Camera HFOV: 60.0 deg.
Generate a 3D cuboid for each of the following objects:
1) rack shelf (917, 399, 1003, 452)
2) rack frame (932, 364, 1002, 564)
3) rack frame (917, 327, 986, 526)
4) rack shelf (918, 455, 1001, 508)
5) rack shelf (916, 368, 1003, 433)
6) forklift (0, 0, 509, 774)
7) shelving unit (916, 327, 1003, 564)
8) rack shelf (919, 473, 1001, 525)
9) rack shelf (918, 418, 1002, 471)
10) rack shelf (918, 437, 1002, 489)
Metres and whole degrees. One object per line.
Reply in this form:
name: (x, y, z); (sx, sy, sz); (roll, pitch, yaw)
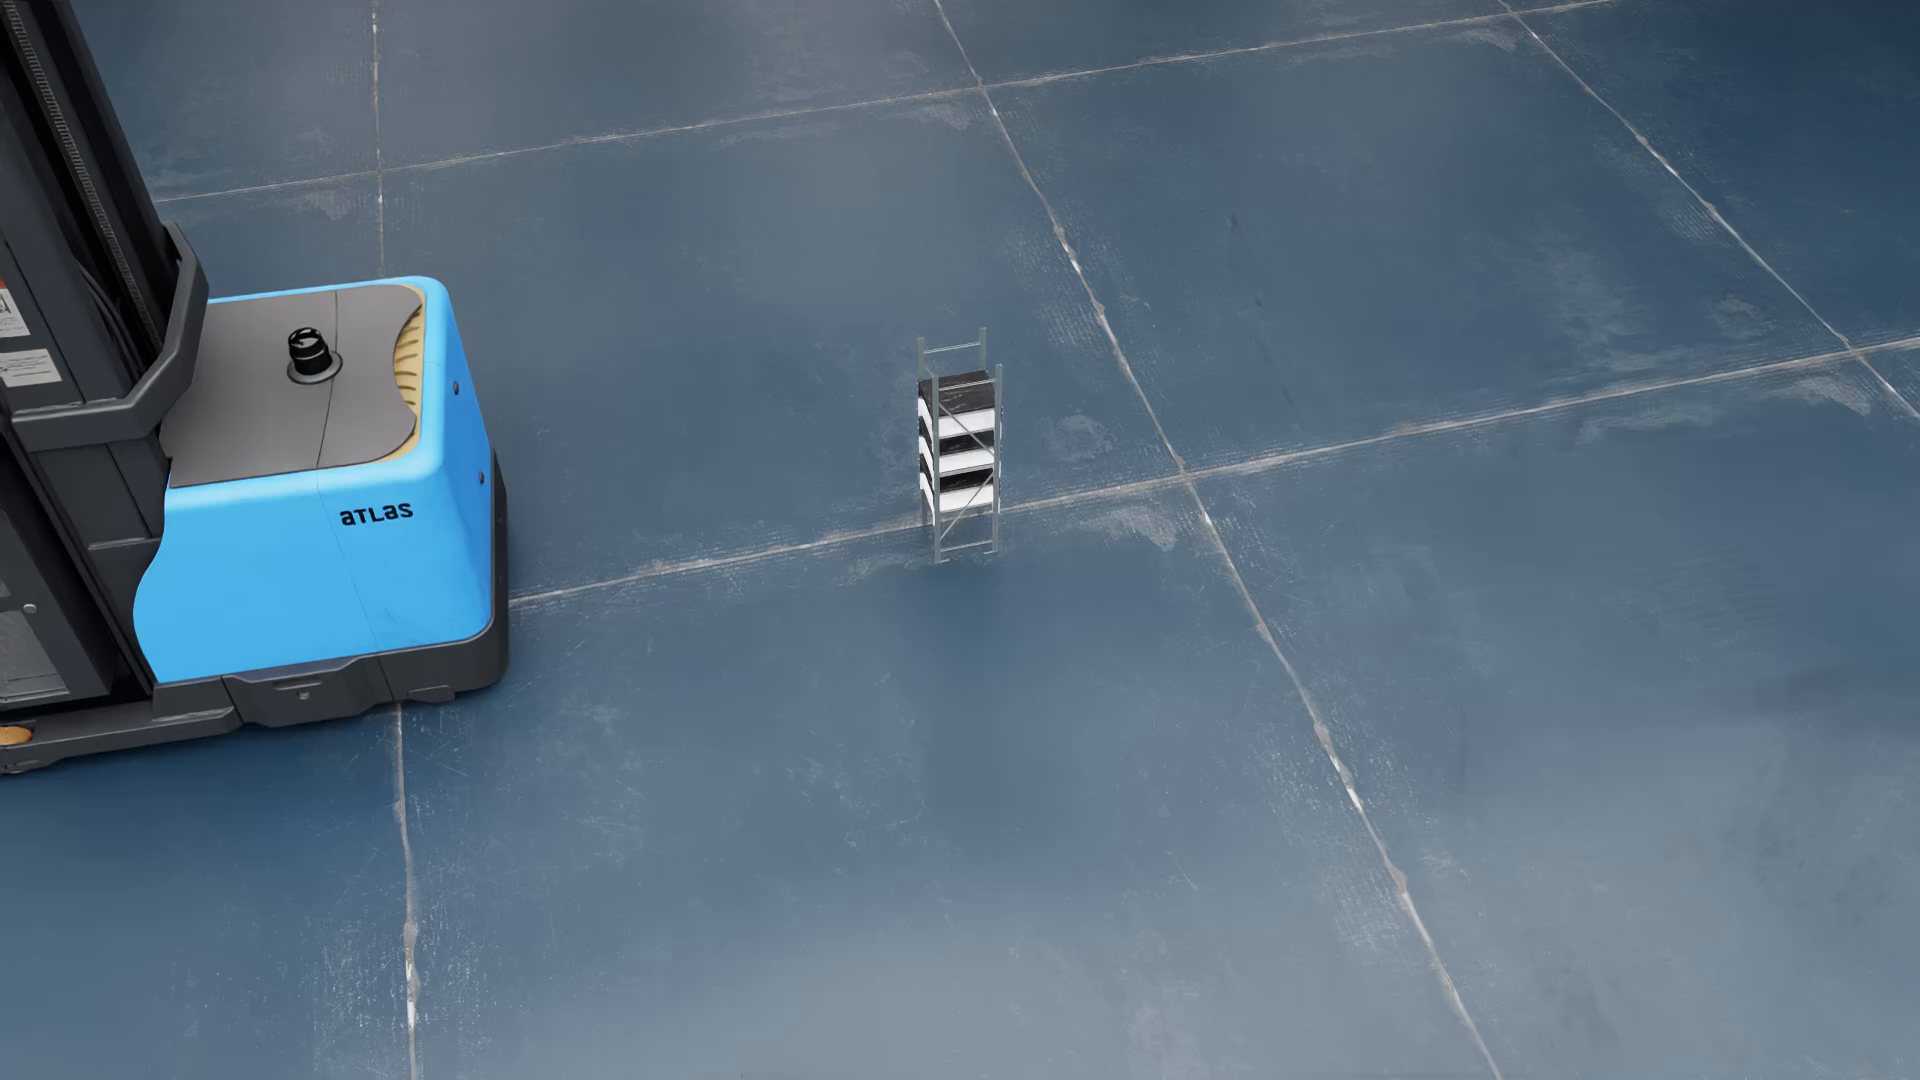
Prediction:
rack shelf: (-0.002, -0.423, 5.829); (0.258, 0.077, 0.200); (-11, 47, -10)
rack frame: (0.024, -0.250, 5.865); (0.240, 0.900, 0.006); (-11, 47, -10)
rack frame: (-0.028, -0.391, 6.003); (0.240, 0.900, 0.006); (-11, 47, -10)
rack shelf: (-0.002, -0.234, 6.022); (0.258, 0.077, 0.200); (-11, 47, -10)
rack shelf: (-0.002, -0.486, 5.765); (0.258, 0.077, 0.200); (-11, 47, -10)
forklift: (-3.126, -0.641, 4.826); (3.031, 2.935, 1.130); (-8, 46, -8)
shelving unit: (-0.002, -0.321, 5.934); (0.258, 0.900, 0.210); (-11, 47, -10)
rack shelf: (-0.002, -0.171, 6.086); (0.258, 0.077, 0.200); (-11, 47, -10)
rack shelf: (-0.002, -0.360, 5.894); (0.258, 0.077, 0.200); (-11, 47, -10)
rack shelf: (-0.002, -0.297, 5.958); (0.258, 0.077, 0.200); (-11, 47, -10)
